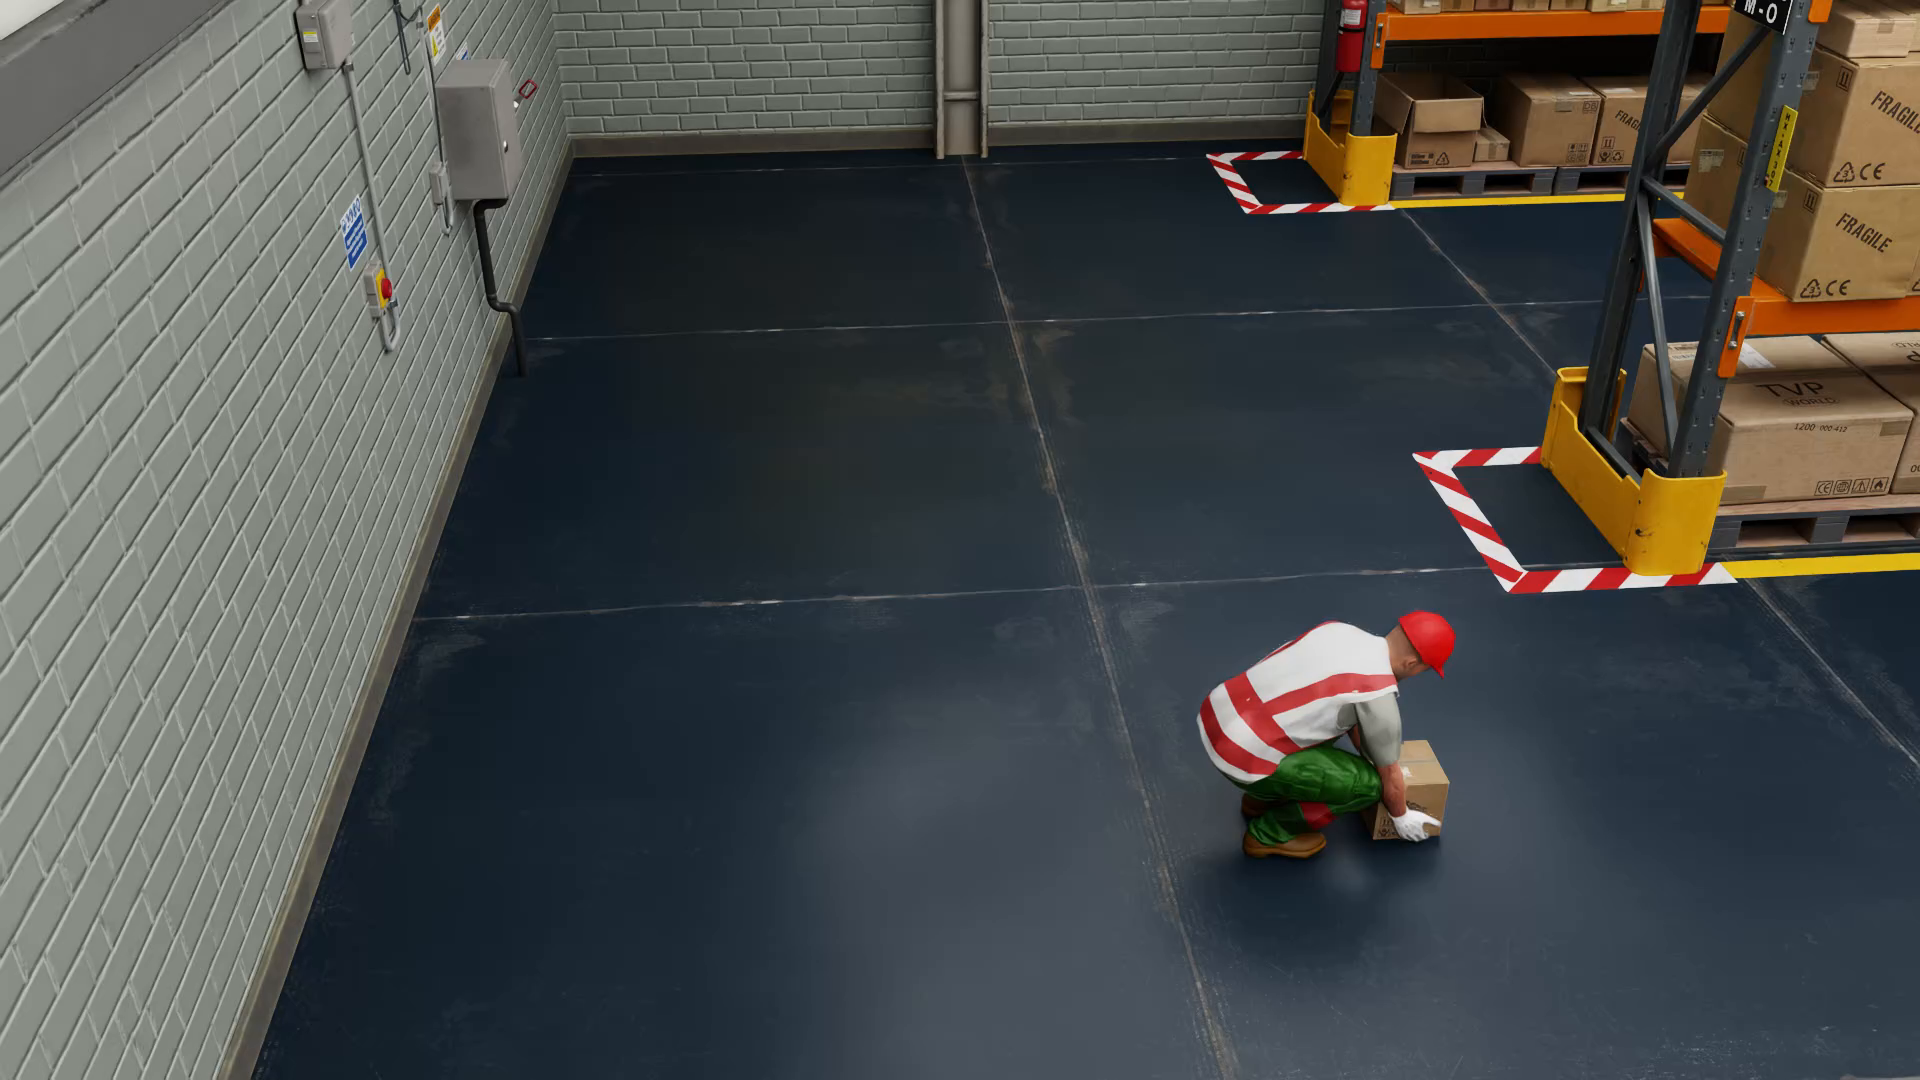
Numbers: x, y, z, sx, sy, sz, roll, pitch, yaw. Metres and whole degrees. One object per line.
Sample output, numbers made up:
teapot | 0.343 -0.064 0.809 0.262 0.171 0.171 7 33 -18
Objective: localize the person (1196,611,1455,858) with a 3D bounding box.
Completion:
person | 1.288 0.674 5.912 0.890 0.880 0.563 -3 31 -4
